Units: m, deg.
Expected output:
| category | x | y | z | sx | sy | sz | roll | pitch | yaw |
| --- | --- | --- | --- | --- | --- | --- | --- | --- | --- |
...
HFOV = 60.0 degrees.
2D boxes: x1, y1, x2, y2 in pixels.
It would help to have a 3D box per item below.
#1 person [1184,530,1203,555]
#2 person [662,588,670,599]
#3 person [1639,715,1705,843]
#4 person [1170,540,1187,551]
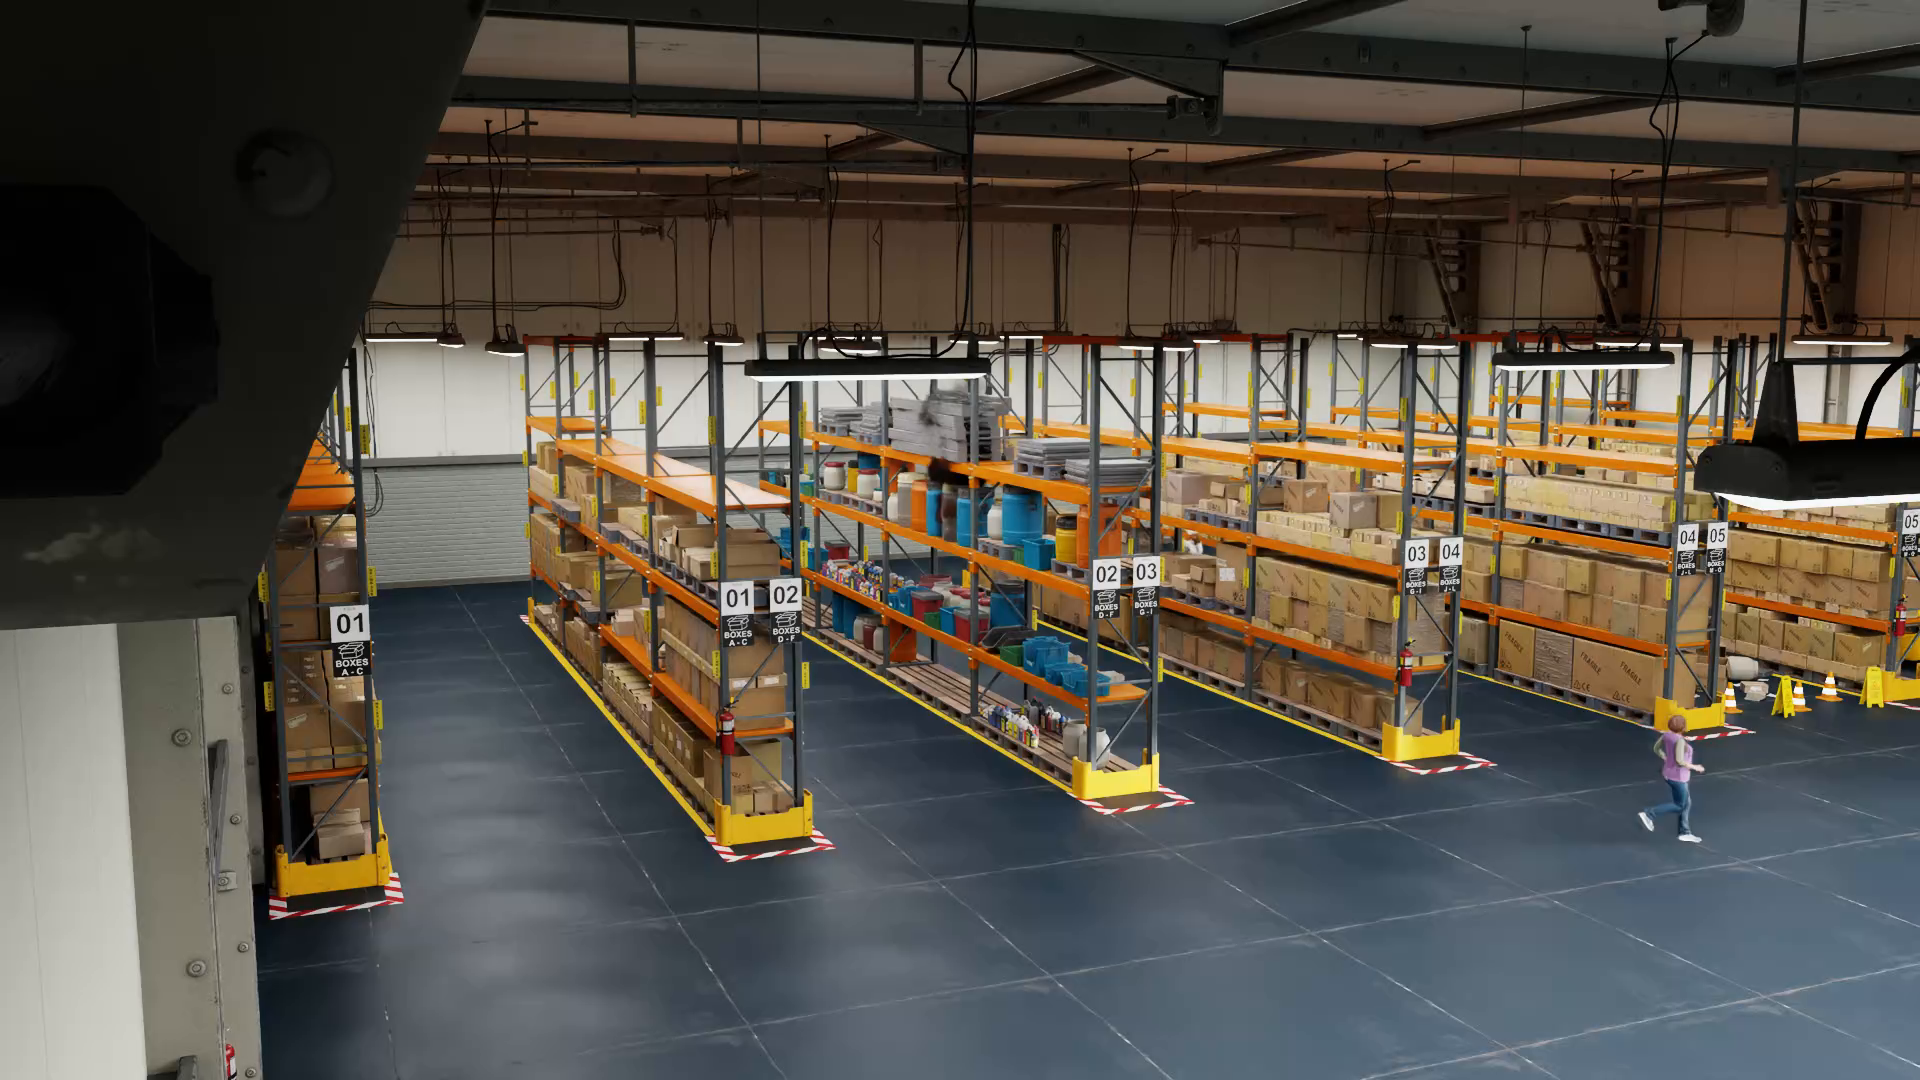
| category | x | y | z | sx | sy | sz | roll | pitch | yaw |
| --- | --- | --- | --- | --- | --- | --- | --- | --- | --- |
| person | 5.076 | 0.601 | 36.416 | 0.632 | 1.776 | 0.954 | -3 | 8 | -23 |
| person | -5.847 | 0.971 | 33.727 | 0.652 | 1.833 | 0.771 | -4 | 9 | -28 |
| person | 8.621 | 2.936 | 20.140 | 0.779 | 1.492 | 0.536 | 0 | 8 | 2 |
| person | 5.530 | -0.061 | 41.680 | 0.650 | 1.738 | 0.713 | 2 | 8 | 16 |
